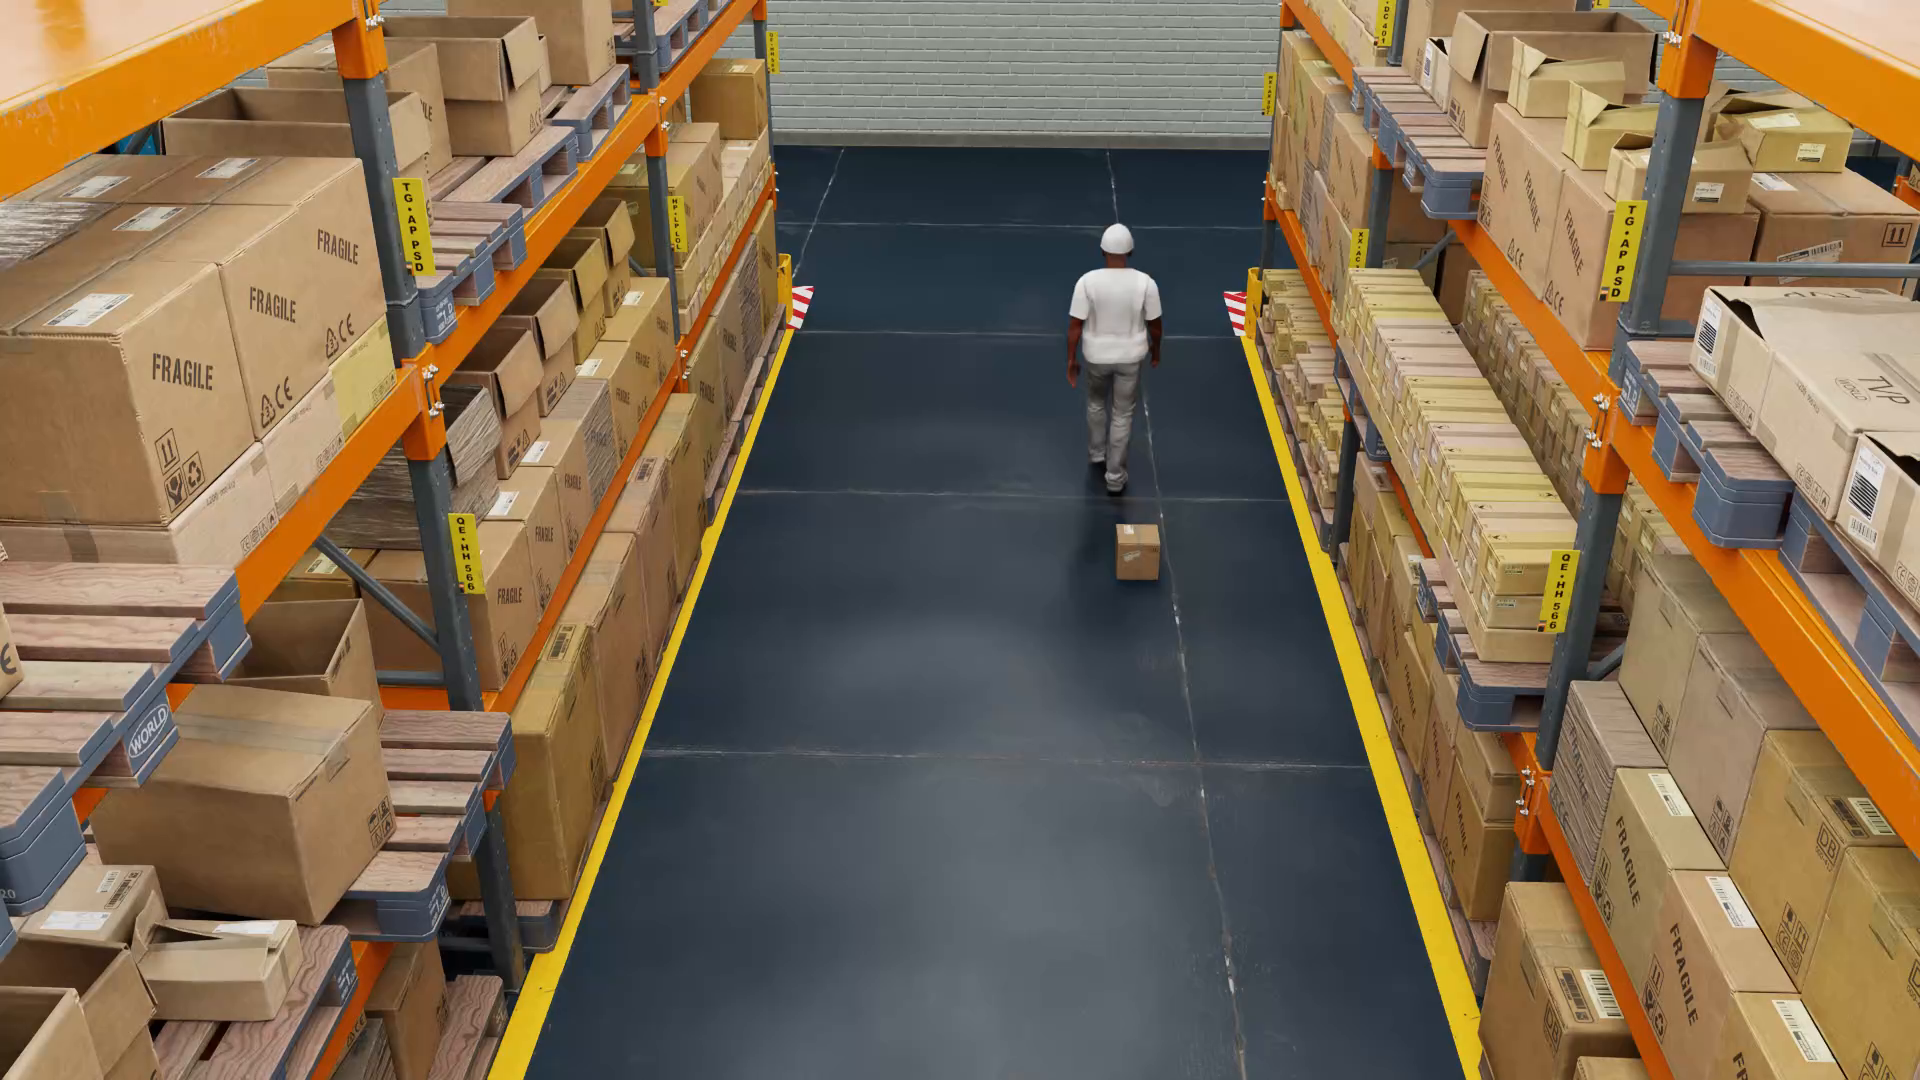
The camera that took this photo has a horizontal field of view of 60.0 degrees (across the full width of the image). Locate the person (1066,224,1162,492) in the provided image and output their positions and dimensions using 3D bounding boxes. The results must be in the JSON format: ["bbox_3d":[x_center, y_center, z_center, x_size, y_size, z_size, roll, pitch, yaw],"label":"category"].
[{"bbox_3d":[1.013,-1.198,10.896,0.601,1.818,0.701,5,28,9],"label":"person"}]
